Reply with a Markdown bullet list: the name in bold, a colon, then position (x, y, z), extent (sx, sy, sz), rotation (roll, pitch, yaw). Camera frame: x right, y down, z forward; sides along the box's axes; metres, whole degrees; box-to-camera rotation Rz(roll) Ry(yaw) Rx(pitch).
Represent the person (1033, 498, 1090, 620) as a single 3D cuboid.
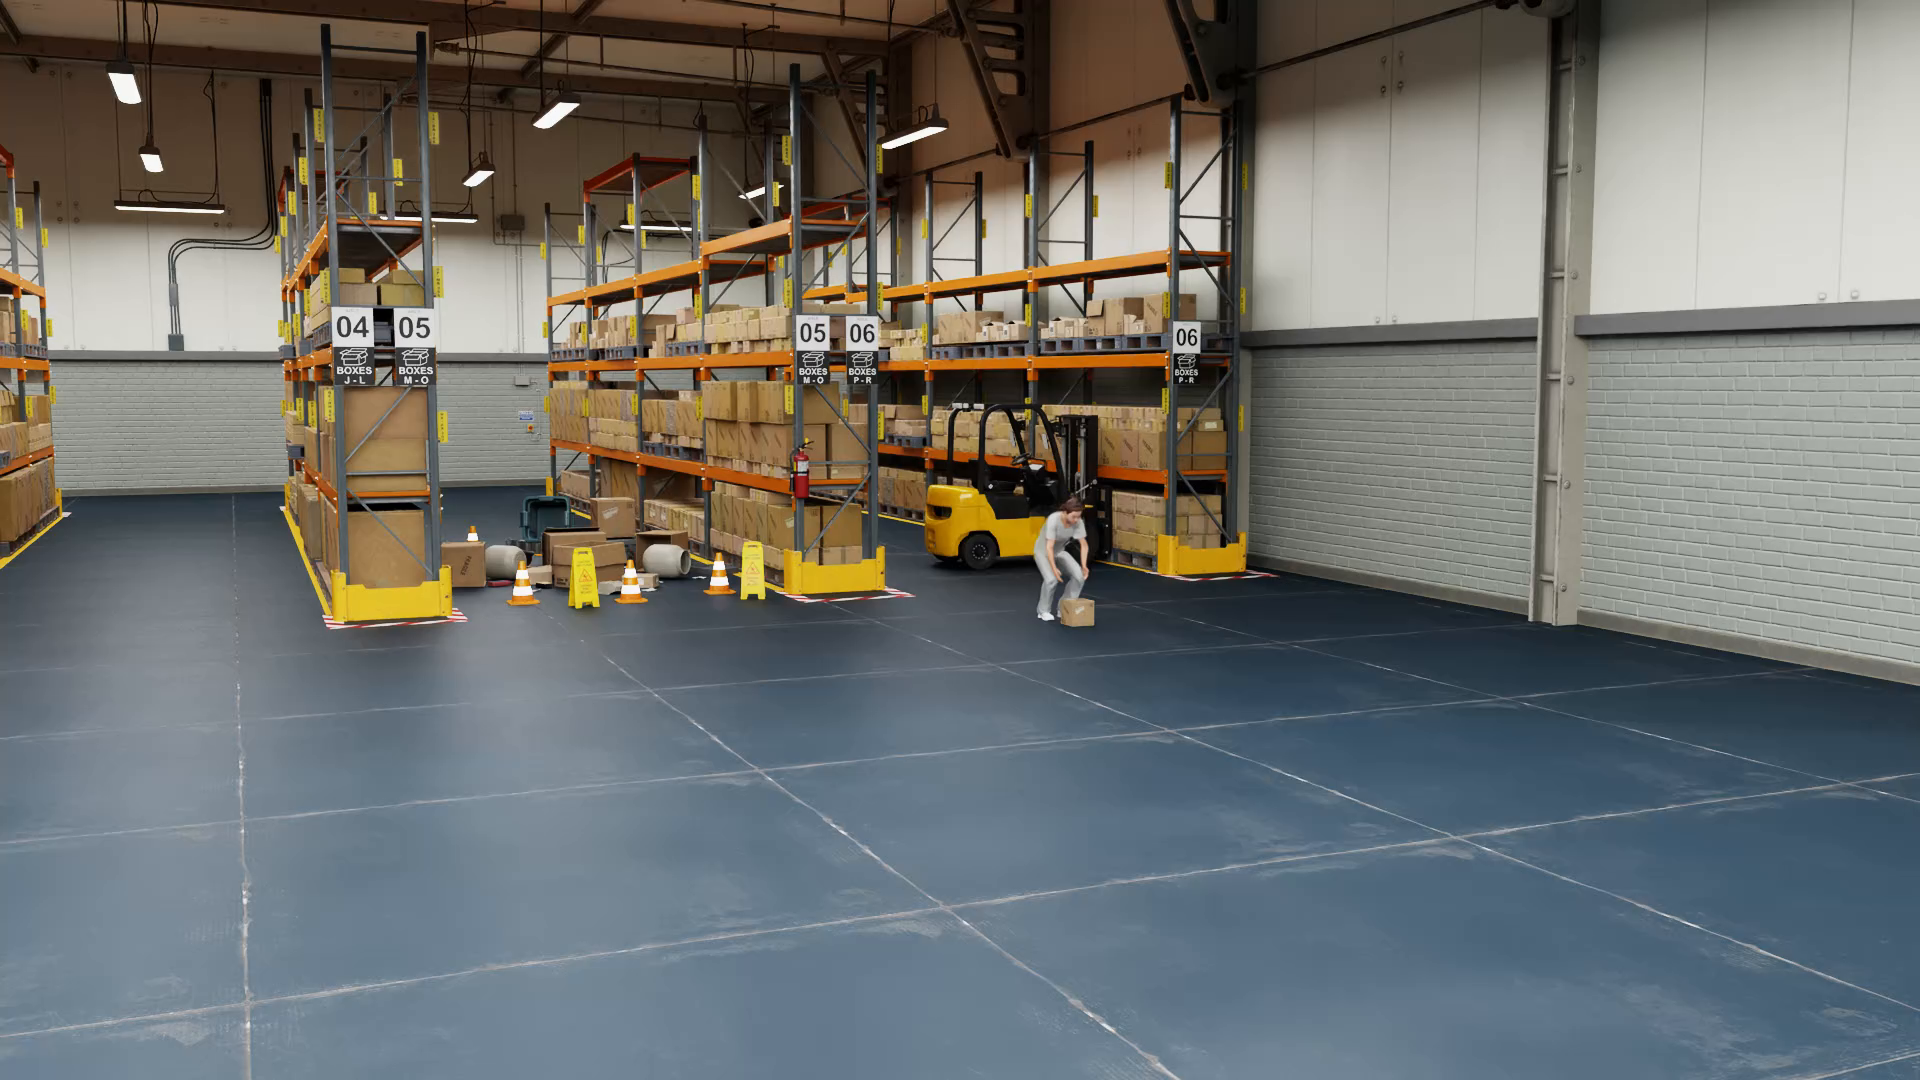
- **person**: position (1.051, 0.188, 17.128), extent (0.493, 1.275, 0.697), rotation (-2, 6, -24)
